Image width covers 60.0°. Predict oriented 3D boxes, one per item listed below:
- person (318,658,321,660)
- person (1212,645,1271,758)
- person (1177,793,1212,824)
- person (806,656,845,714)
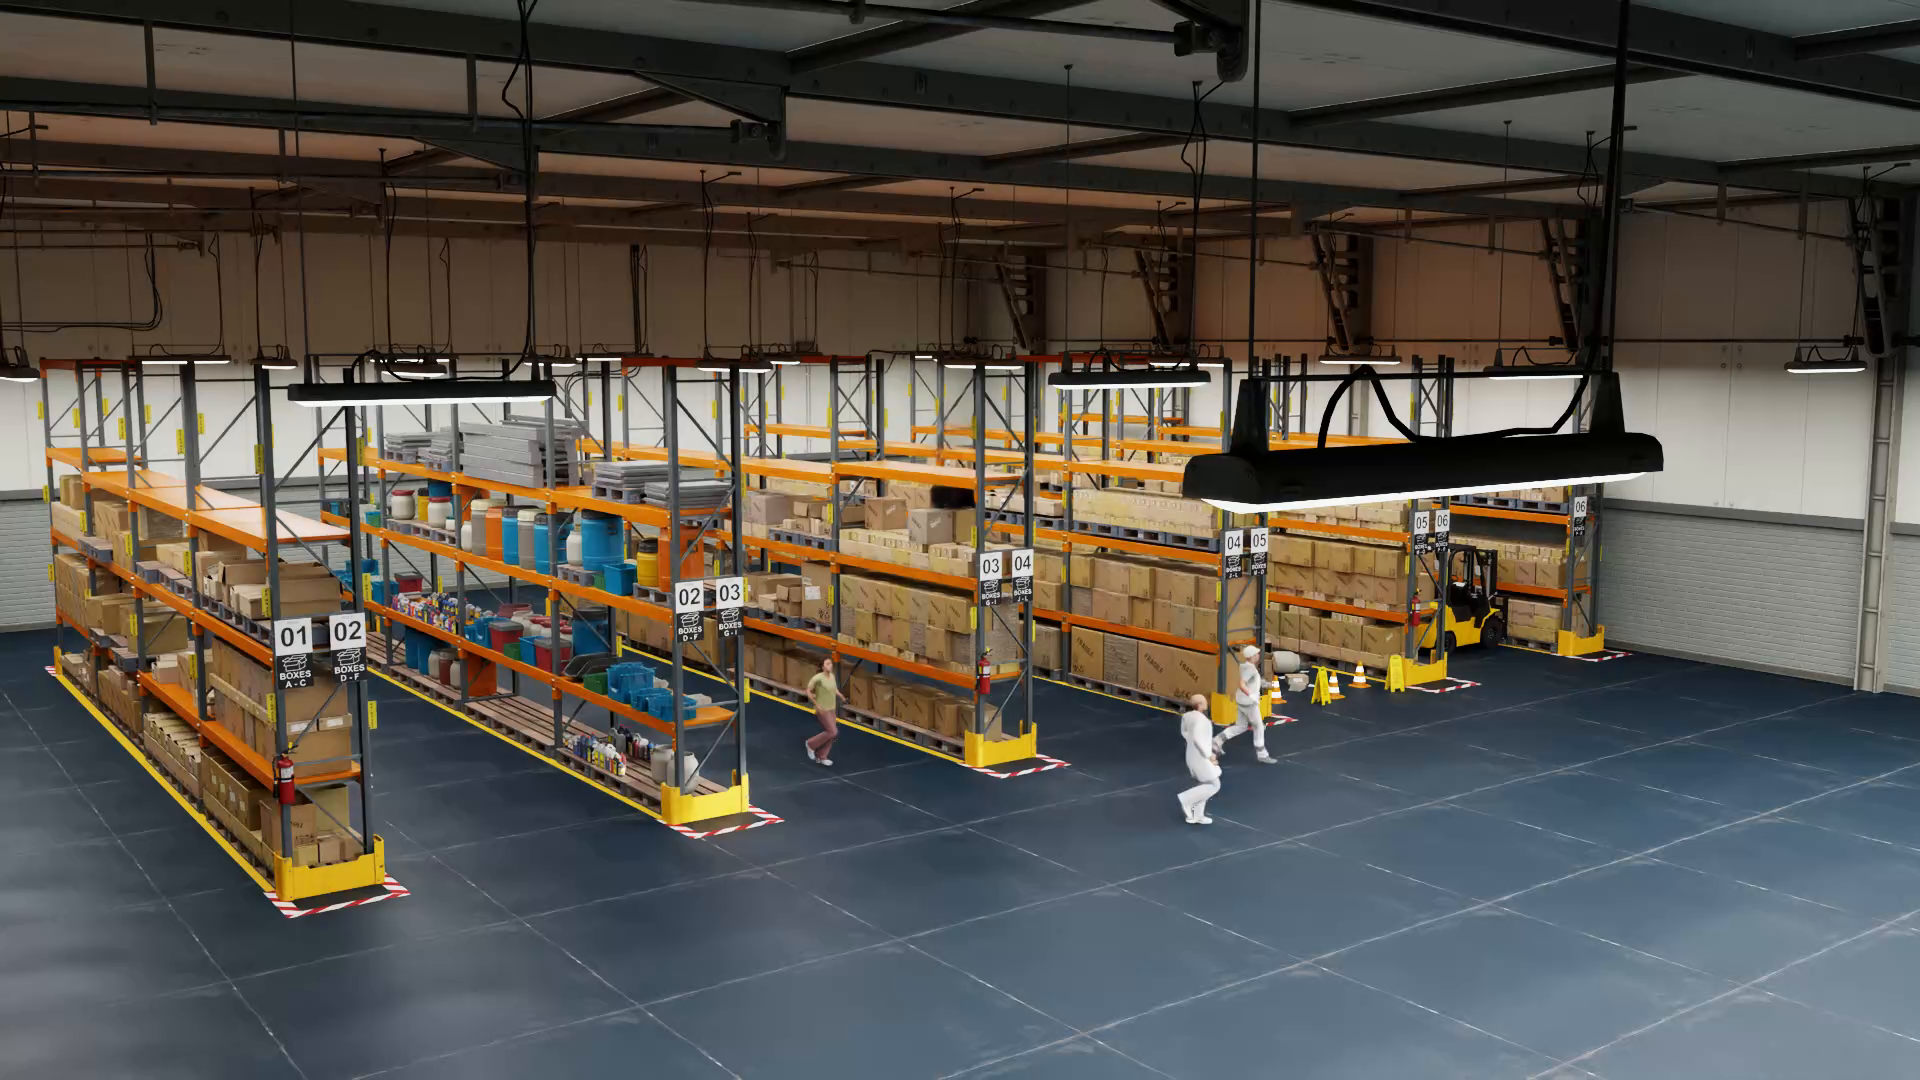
[{"bbox_3d":[-12.173,1.695,31.208,0.614,1.697,0.494,-6,9,-39],"label":"person"},{"bbox_3d":[4.241,2.418,24.853,0.879,1.702,0.668,0,7,-2],"label":"person"},{"bbox_3d":[3.081,3.042,21.745,0.537,1.414,0.228,-2,7,-14],"label":"person"},{"bbox_3d":[-1.963,2.151,24.809,0.467,0.838,0.570,4,8,32],"label":"person"}]
